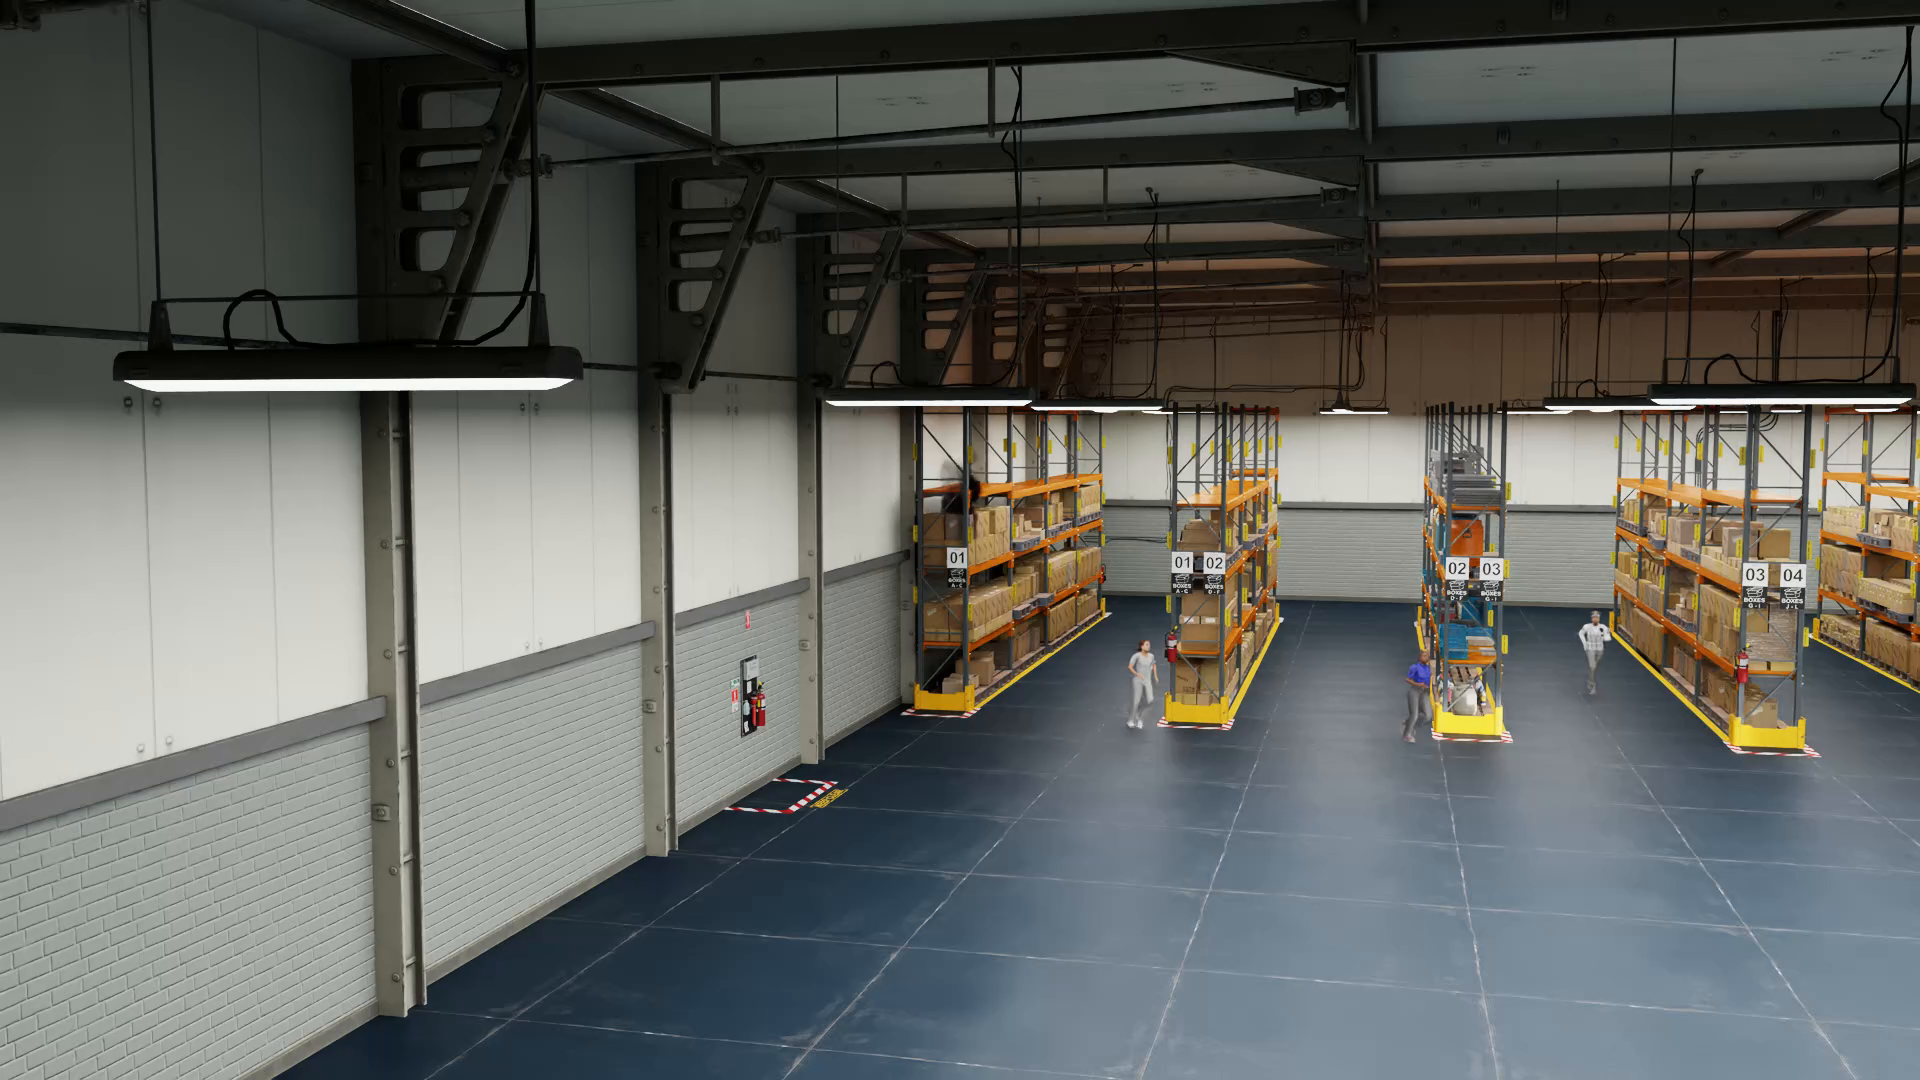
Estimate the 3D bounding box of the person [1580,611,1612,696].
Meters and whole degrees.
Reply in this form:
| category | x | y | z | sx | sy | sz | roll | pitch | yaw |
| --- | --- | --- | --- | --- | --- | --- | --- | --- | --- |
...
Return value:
| category | x | y | z | sx | sy | sz | roll | pitch | yaw |
| --- | --- | --- | --- | --- | --- | --- | --- | --- | --- |
| person | 13.204 | 2.332 | 34.507 | 0.590 | 1.738 | 0.834 | 1 | 4 | 7 |

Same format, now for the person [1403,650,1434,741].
| category | x | y | z | sx | sy | sz | roll | pitch | yaw |
| --- | --- | --- | --- | --- | --- | --- | --- | --- | --- |
| person | 8.178 | 2.757 | 29.318 | 0.589 | 1.609 | 0.614 | -2 | 5 | -23 |

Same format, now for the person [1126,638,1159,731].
| category | x | y | z | sx | sy | sz | roll | pitch | yaw |
| --- | --- | --- | --- | --- | --- | --- | --- | --- | --- |
| person | 3.401 | 2.643 | 30.586 | 0.629 | 1.679 | 0.637 | -2 | 5 | -21 |
